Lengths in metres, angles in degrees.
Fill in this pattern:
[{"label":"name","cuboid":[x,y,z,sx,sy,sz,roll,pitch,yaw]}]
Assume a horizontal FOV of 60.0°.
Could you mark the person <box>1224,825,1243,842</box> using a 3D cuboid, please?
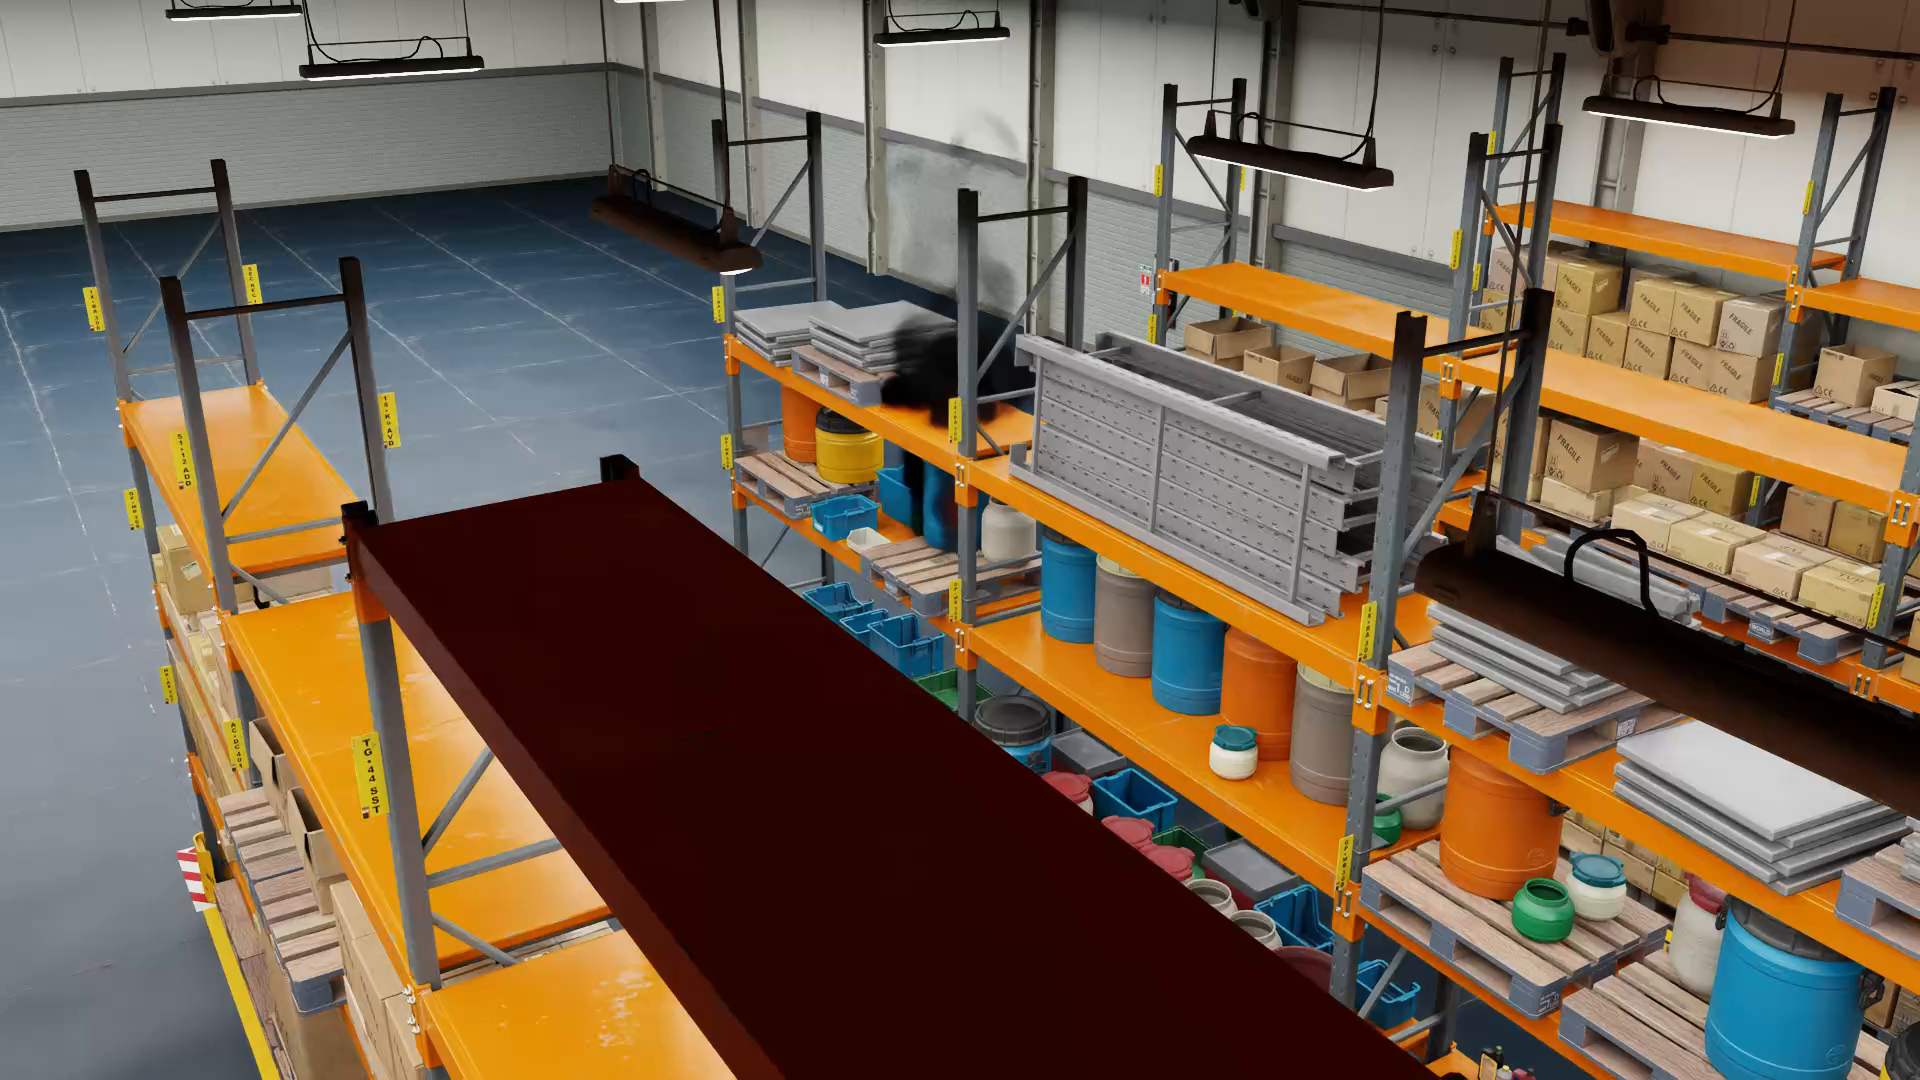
[{"label":"person","cuboid":[2.460,2.121,13.740,0.643,1.740,0.582,-19,28,-38]}]
